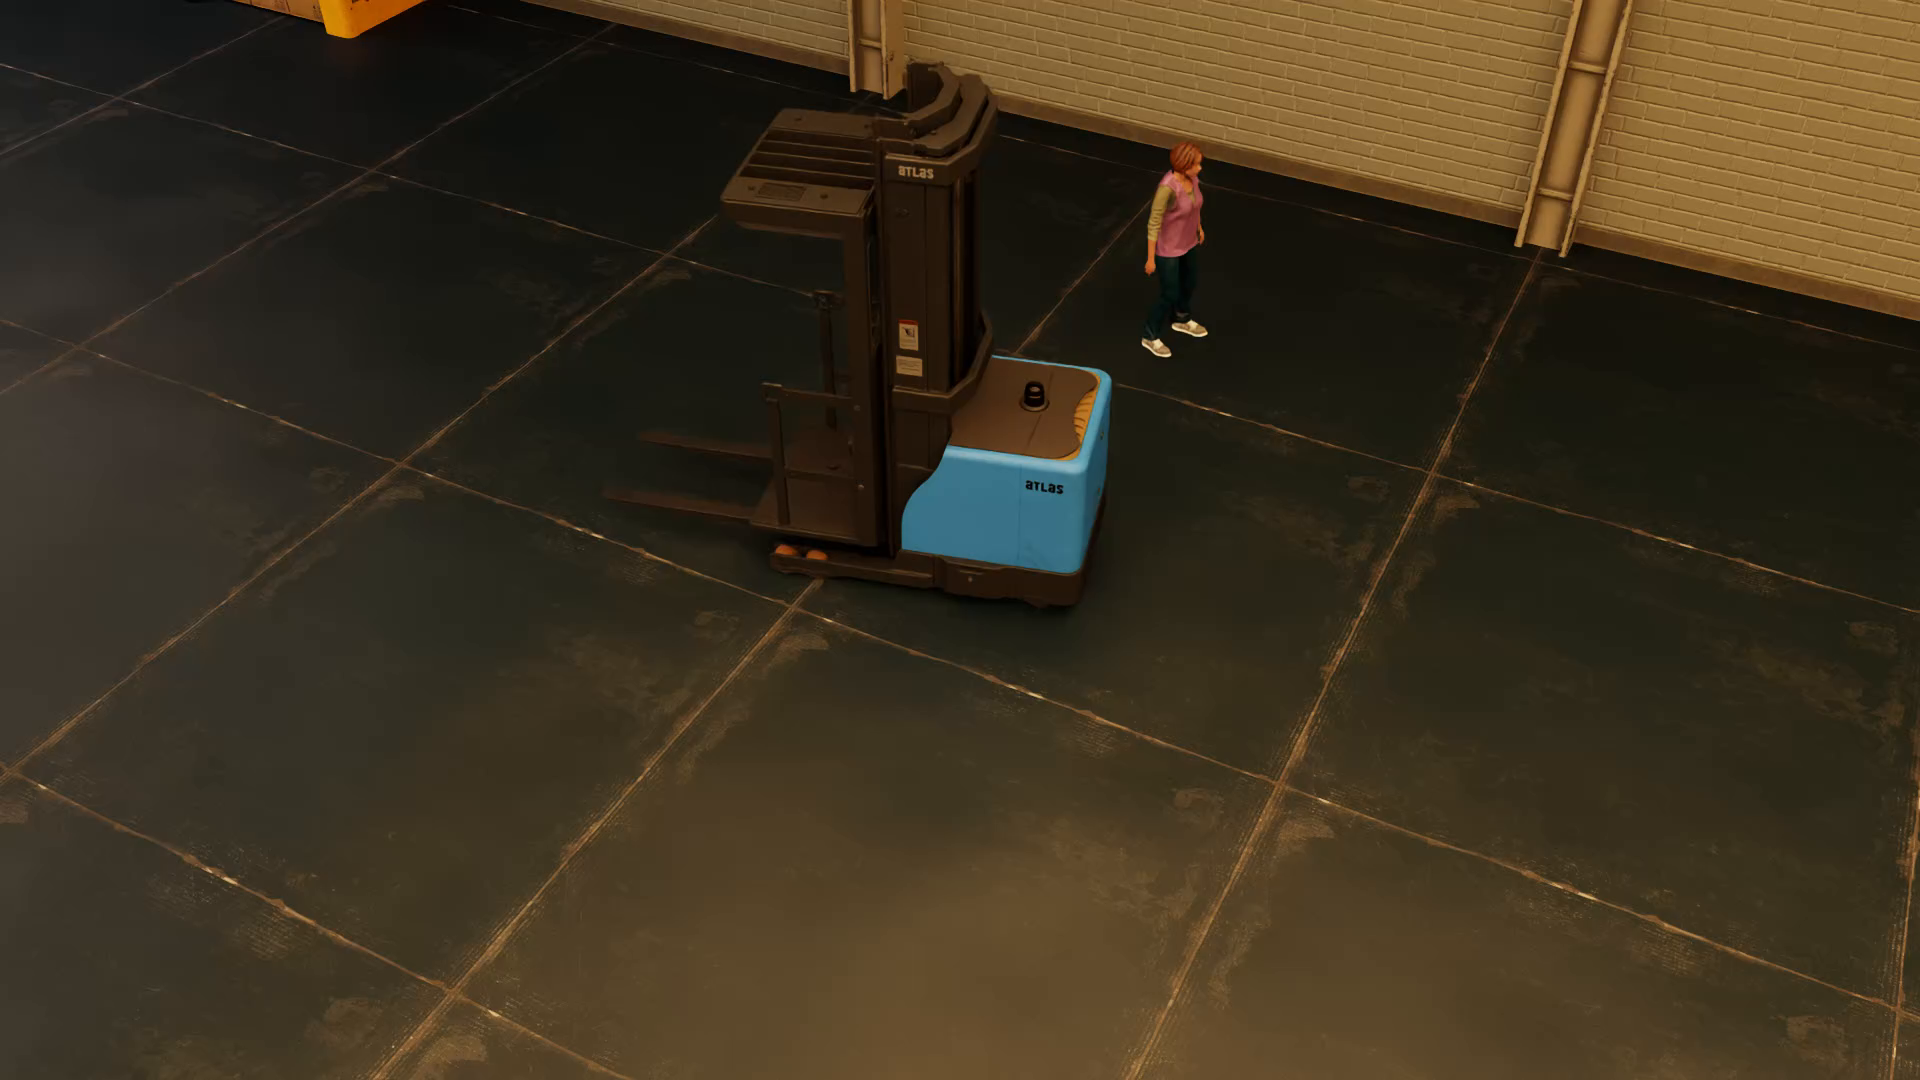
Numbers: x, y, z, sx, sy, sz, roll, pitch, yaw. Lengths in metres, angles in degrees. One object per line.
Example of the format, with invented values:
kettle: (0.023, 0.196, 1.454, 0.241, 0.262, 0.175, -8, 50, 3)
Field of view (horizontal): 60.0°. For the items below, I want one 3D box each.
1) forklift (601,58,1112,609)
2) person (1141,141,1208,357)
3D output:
forklift: (-0.667, -1.216, 9.430, 3.031, 2.935, 1.130, 8, 41, 10)
person: (1.495, -2.007, 11.426, 0.353, 1.571, 0.596, 26, 46, 27)
